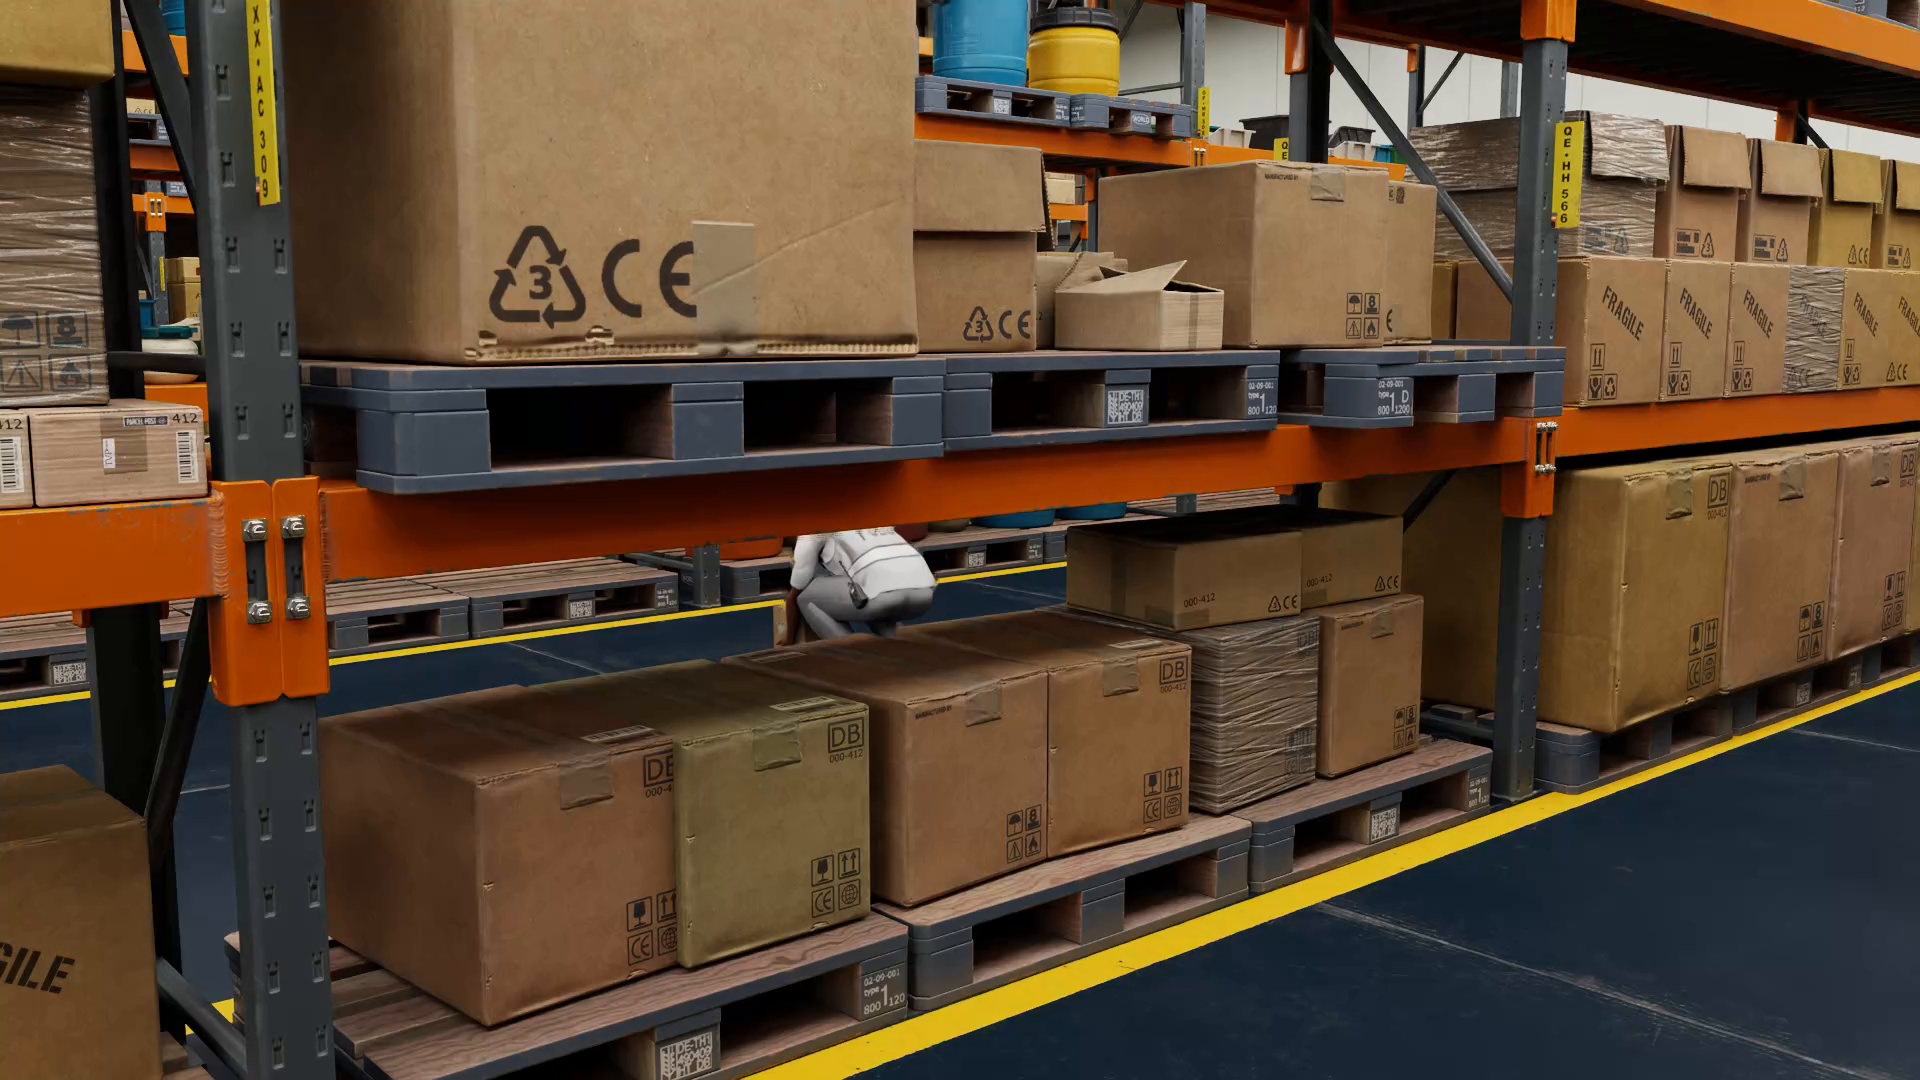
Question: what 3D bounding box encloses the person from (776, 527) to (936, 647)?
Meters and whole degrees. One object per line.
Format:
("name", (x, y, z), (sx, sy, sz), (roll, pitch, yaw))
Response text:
("person", (-0.494, 0.191, 7.571), (0.475, 0.847, 0.867), (-7, 10, -41))
